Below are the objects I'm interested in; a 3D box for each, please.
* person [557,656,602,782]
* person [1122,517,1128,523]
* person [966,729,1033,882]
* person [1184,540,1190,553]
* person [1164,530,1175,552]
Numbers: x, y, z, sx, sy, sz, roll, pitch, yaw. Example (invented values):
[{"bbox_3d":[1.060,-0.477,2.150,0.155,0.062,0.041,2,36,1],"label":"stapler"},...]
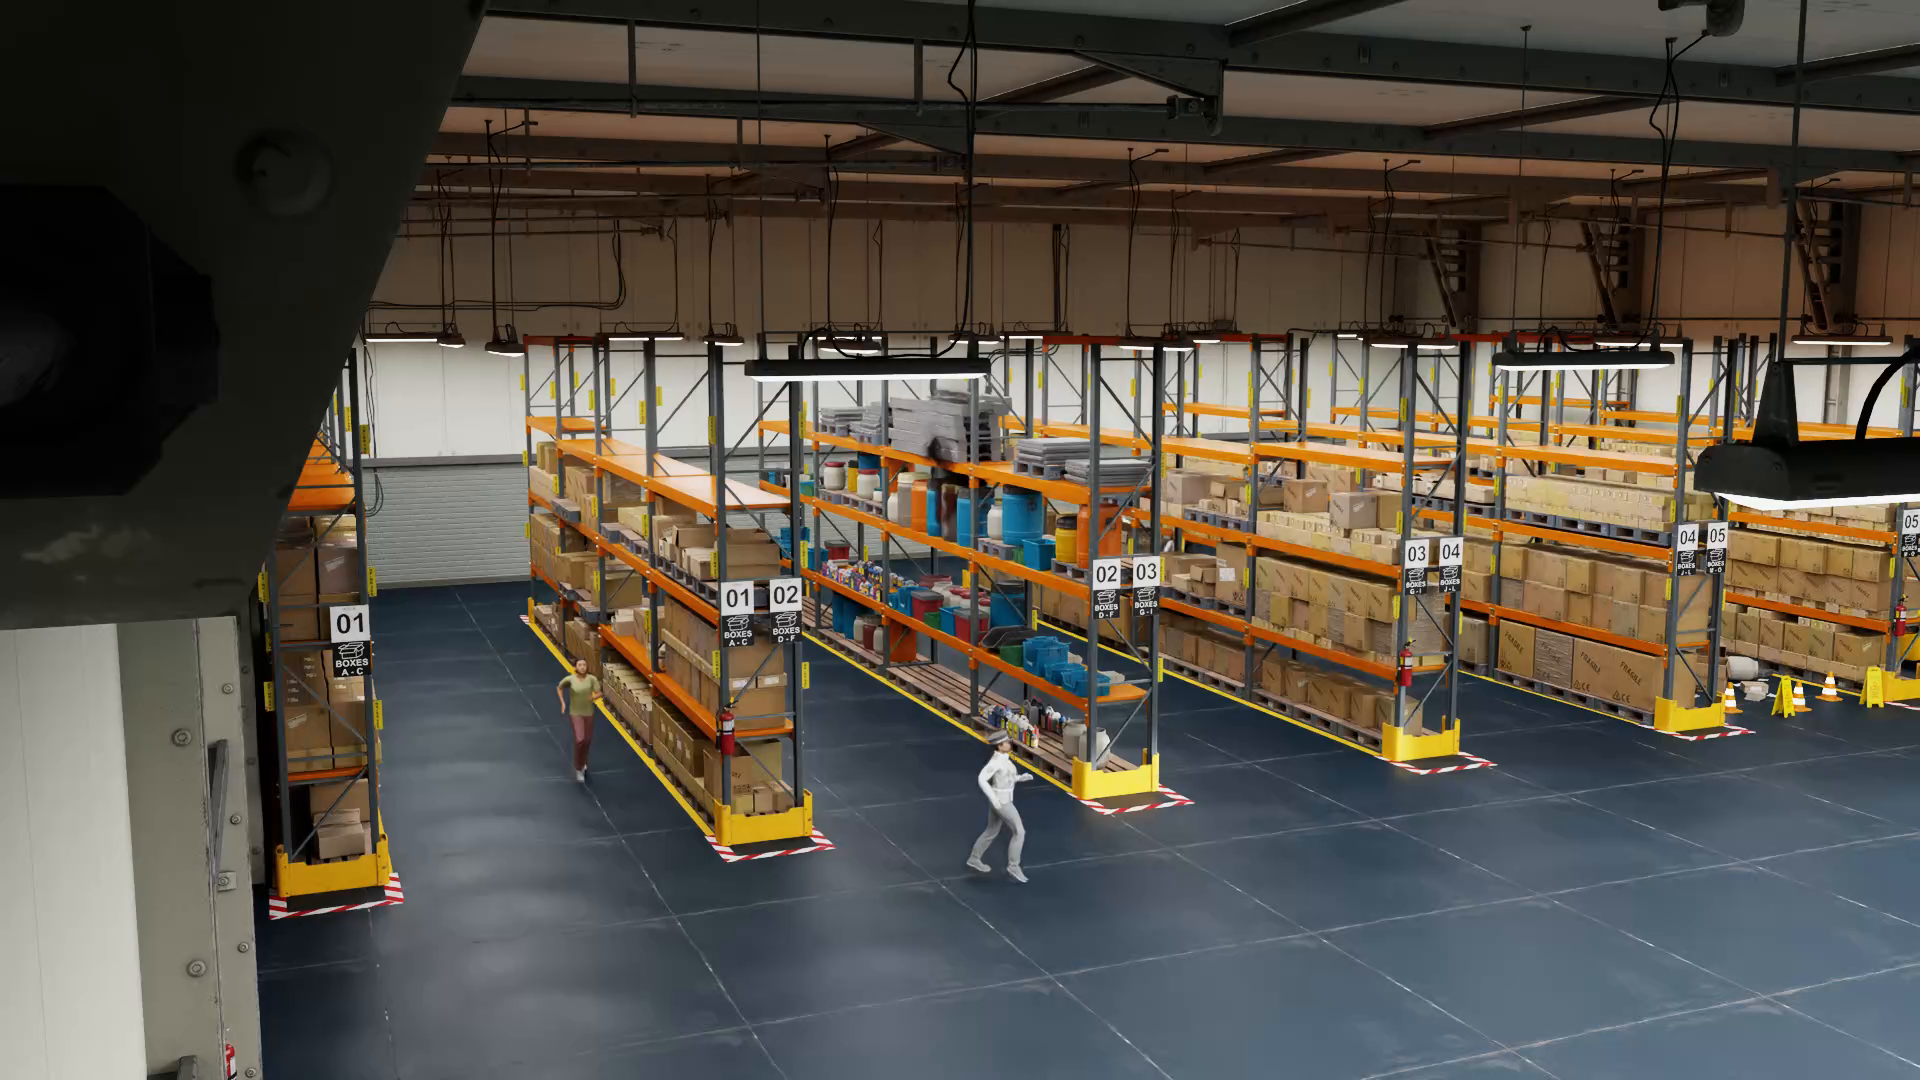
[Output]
[{"bbox_3d":[-5.238,2.454,23.011,0.543,1.720,0.723,-4,9,-29],"label":"person"},{"bbox_3d":[3.847,0.047,40.851,0.913,1.781,0.690,-5,9,-34],"label":"person"},{"bbox_3d":[0.450,3.004,18.814,0.758,1.755,0.582,0,8,-1],"label":"person"},{"bbox_3d":[5.658,0.015,41.976,0.525,1.521,0.741,2,8,16],"label":"person"},{"bbox_3d":[4.764,0.589,37.277,0.528,1.635,0.746,-3,8,-23],"label":"person"}]
